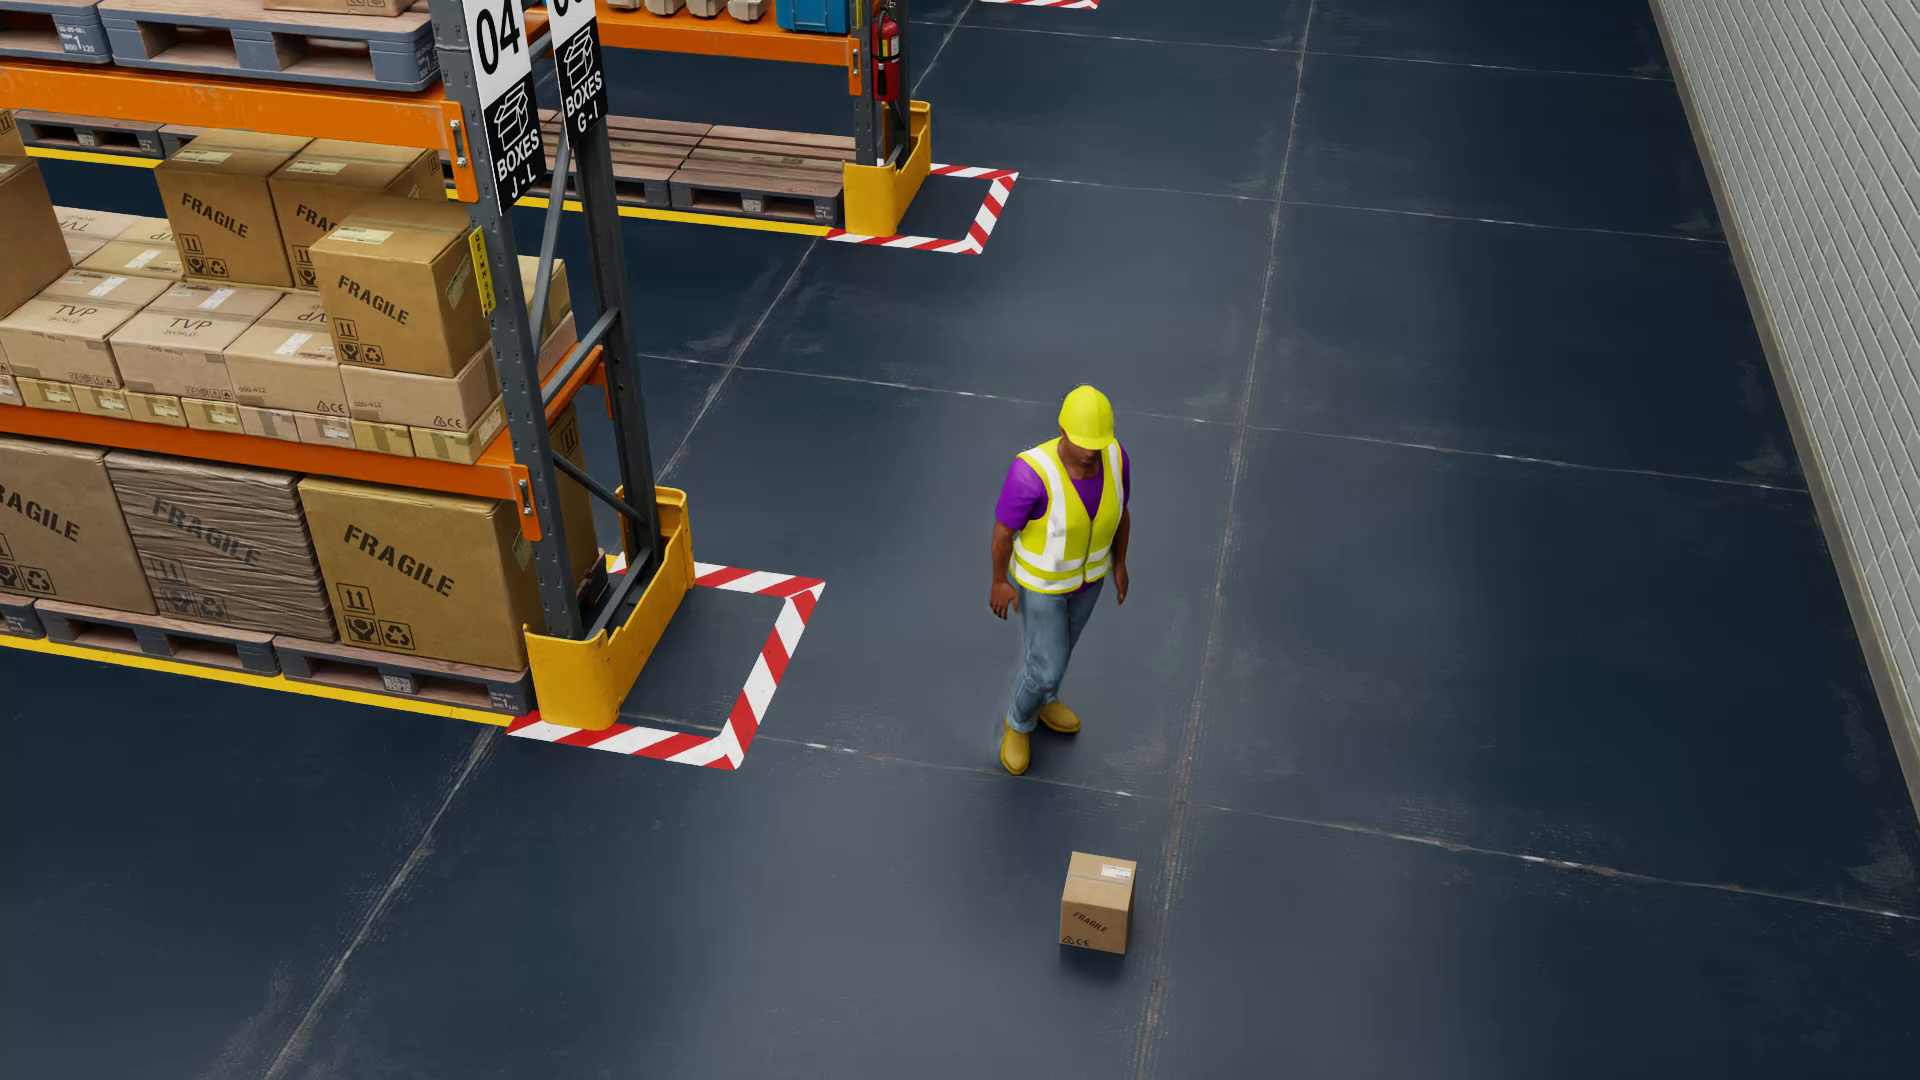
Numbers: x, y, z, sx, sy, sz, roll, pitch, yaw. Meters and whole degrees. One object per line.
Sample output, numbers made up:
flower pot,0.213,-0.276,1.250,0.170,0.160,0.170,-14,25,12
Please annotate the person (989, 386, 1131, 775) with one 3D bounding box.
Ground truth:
person,0.410,0.135,6.741,0.606,1.777,0.475,-23,42,-28
